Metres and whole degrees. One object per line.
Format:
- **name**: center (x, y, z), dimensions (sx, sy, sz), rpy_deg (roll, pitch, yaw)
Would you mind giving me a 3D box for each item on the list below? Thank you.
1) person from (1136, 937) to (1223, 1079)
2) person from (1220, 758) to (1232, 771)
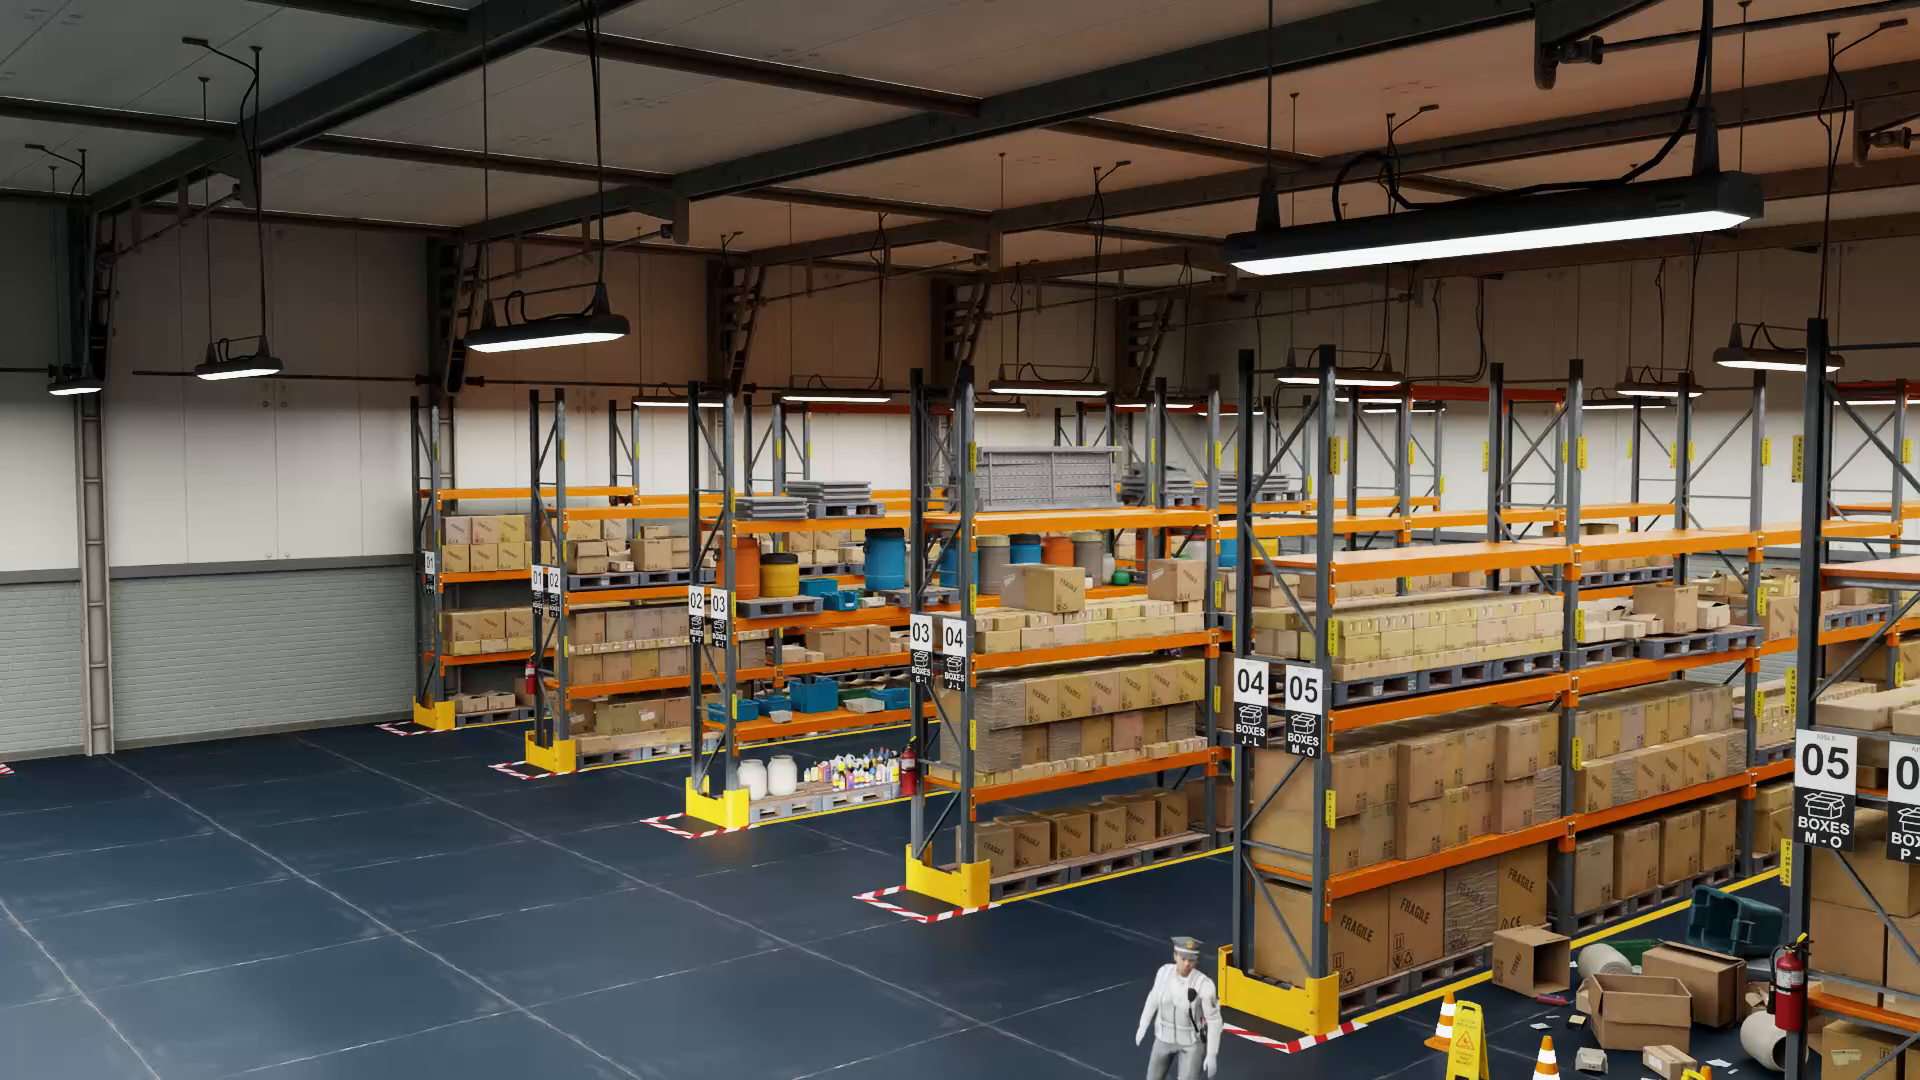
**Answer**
- **person**: center (1.624, 3.633, 12.183), dimensions (0.675, 1.617, 0.679), rpy_deg (1, 4, 21)
- **person**: center (4.061, 2.915, 24.316), dimensions (0.447, 1.682, 0.583), rpy_deg (0, 3, -7)
